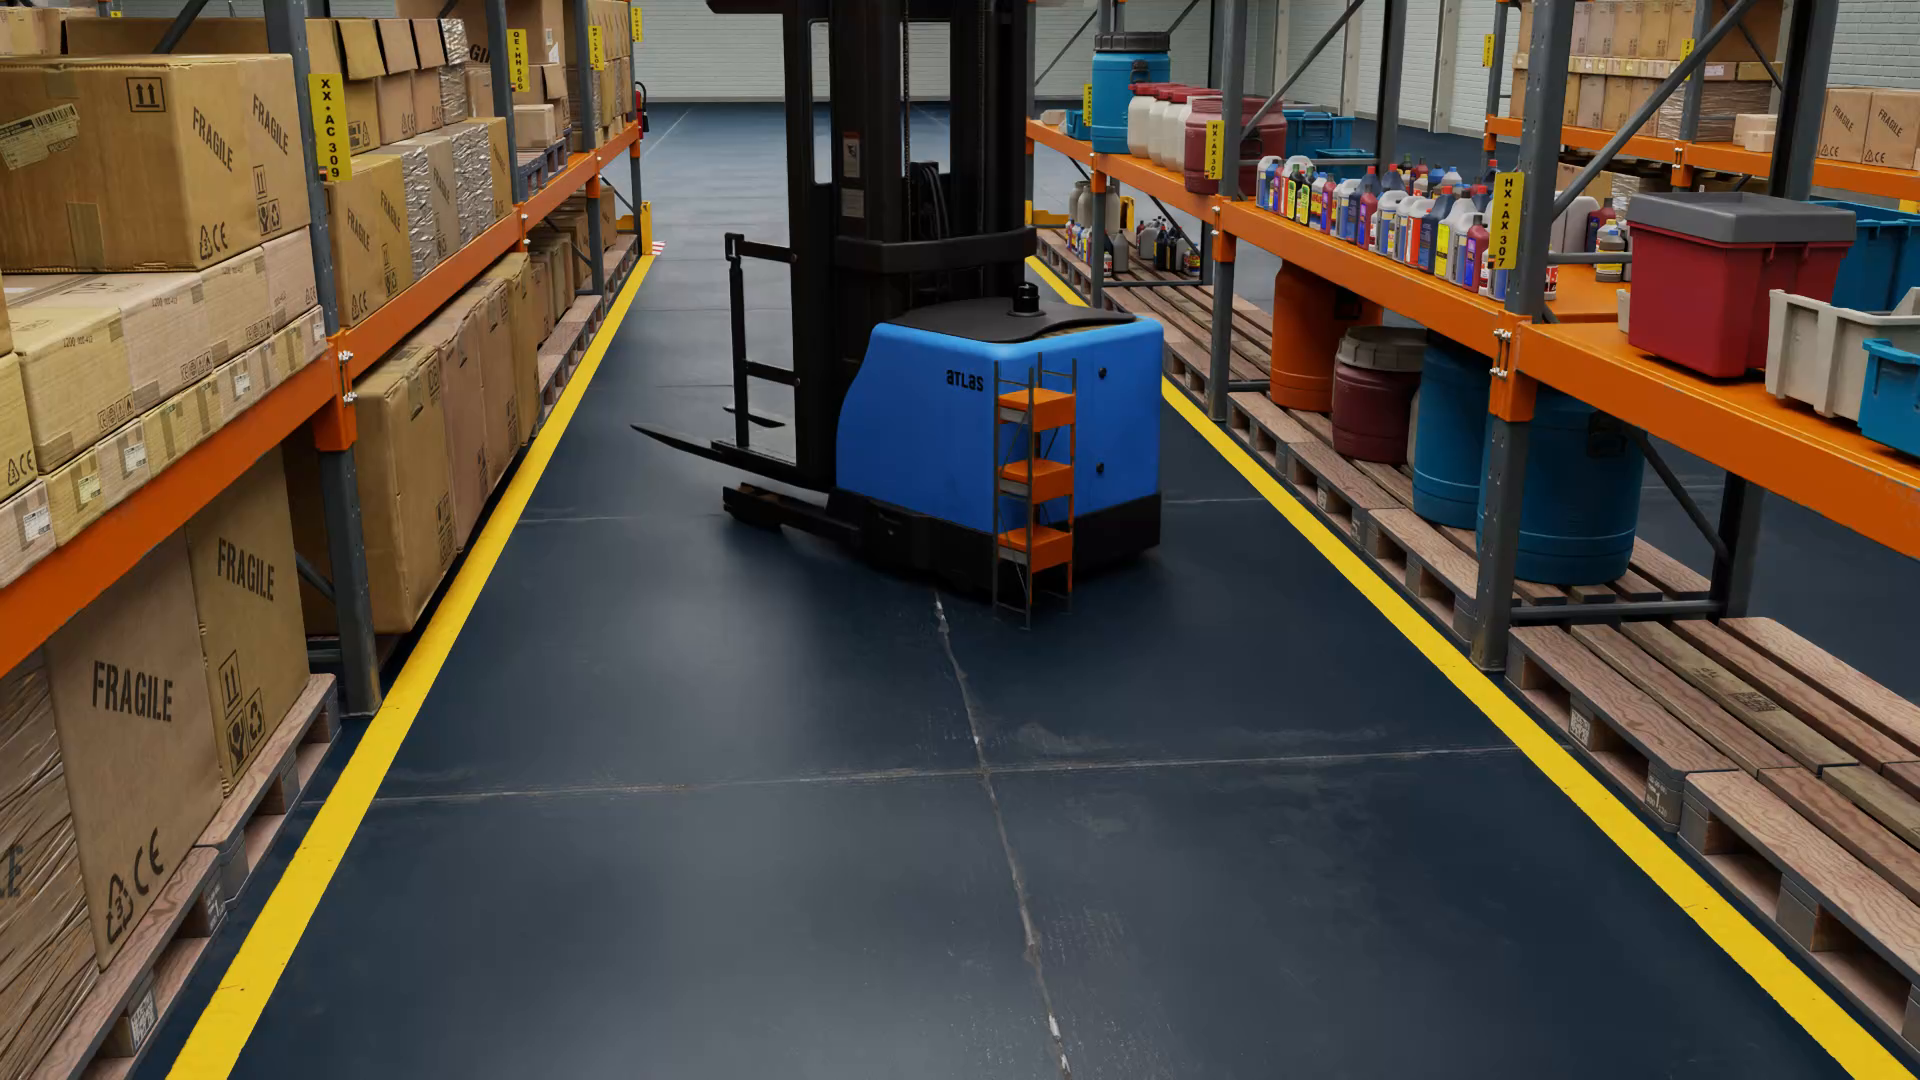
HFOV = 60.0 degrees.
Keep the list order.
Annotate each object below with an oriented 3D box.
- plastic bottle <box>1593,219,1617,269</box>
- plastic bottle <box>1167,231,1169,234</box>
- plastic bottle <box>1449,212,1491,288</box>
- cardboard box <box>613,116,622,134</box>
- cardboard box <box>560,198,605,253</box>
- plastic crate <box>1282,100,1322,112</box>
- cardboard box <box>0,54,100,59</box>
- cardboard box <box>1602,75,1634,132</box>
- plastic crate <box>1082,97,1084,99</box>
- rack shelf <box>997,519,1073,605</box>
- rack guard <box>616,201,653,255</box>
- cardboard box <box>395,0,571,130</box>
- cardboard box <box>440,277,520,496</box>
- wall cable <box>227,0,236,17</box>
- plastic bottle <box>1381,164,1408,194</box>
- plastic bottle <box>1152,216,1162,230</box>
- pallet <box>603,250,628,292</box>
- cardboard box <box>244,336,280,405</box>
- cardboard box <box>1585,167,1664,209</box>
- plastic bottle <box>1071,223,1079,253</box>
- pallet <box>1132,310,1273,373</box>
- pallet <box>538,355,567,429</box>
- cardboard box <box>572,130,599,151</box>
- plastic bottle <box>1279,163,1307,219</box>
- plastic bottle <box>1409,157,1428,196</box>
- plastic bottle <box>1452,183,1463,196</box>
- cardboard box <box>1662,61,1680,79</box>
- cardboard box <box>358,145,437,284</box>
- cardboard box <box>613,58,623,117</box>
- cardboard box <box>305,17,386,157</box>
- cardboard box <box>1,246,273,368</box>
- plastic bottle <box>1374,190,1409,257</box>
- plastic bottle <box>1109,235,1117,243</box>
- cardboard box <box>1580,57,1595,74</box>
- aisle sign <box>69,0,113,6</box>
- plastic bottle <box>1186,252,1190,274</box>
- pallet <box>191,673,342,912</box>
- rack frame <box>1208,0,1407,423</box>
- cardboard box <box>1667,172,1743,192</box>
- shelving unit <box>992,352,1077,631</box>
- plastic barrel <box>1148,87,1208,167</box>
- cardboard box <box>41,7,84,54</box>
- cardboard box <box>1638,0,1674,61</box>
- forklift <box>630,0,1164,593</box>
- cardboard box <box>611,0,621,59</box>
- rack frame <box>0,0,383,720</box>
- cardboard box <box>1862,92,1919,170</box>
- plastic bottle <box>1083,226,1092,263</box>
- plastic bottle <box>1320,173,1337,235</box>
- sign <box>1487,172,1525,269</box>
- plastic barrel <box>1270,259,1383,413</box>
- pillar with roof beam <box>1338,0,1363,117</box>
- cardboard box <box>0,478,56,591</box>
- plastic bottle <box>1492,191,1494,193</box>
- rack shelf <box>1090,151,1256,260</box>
[{"bbox_3d":[2.697,-1.230,6.919,0.097,0.201,0.097,0,17,0],"label":"plastic bottle"},{"bbox_3d":[1.841,-2.616,14.824,0.097,0.271,0.097,0,17,0],"label":"plastic bottle"},{"bbox_3d":[2.009,-1.130,6.475,0.152,0.276,0.135,-2,18,-6],"label":"plastic bottle"},{"bbox_3d":[-3.262,-3.753,15.042,0.380,0.149,0.250,-2,18,-6],"label":"cardboard box"},{"bbox_3d":[-3.566,-2.852,15.225,0.500,0.500,0.500,0,17,0],"label":"cardboard box"},{"bbox_3d":[2.134,-2.686,11.117,0.402,0.464,0.583,-2,18,-6],"label":"plastic crate"},{"bbox_3d":[-2.723,-1.097,4.666,0.500,0.500,0.500,-2,18,-6],"label":"cardboard box"},{"bbox_3d":[6.350,-3.994,15.225,0.700,0.500,0.500,-2,17,-5],"label":"cardboard box"},{"bbox_3d":[1.520,-4.337,16.732,0.499,0.251,0.616,-2,18,-6],"label":"plastic crate"},{"bbox_3d":[0.290,0.086,6.614,0.240,0.259,0.215,-16,24,-42],"label":"rack shelf"},{"bbox_3d":[-3.748,-3.180,16.970,1.175,0.500,0.348,-2,18,-6],"label":"rack guard"},{"bbox_3d":[-3.400,-3.449,11.951,1.000,1.000,1.000,-2,18,-5],"label":"cardboard box"},{"bbox_3d":[-2.796,-0.726,7.828,1.225,0.875,0.875,-2,18,-5],"label":"cardboard box"},{"bbox_3d":[-21.457,-14.936,45.414,3.097,2.526,0.112,-2,18,-6],"label":"wall cable"},{"bbox_3d":[2.012,-1.586,7.803,0.144,0.351,0.185,-2,18,-6],"label":"plastic bottle"},{"bbox_3d":[1.831,-2.794,15.256,0.144,0.351,0.185,-1,17,-3],"label":"plastic bottle"},{"bbox_3d":[-3.576,-2.436,15.084,1.003,0.211,1.213,-2,18,-6],"label":"pallet"},{"bbox_3d":[-2.108,-0.466,4.572,0.380,0.149,0.250,-2,18,-7],"label":"cardboard box"},{"bbox_3d":[6.150,-3.184,15.448,0.500,0.500,0.500,-2,18,-6],"label":"cardboard box"},{"bbox_3d":[1.083,-2.804,15.422,0.097,0.271,0.097,0,17,0],"label":"plastic bottle"},{"bbox_3d":[1.832,-1.429,11.875,1.003,0.211,1.213,-2,18,-6],"label":"pallet"},{"bbox_3d":[-3.010,-0.914,10.235,1.003,0.211,1.213,-2,18,-6],"label":"pallet"},{"bbox_3d":[-3.066,-3.157,13.143,0.380,0.149,0.250,-2,18,-6],"label":"cardboard box"},{"bbox_3d":[1.767,-1.828,8.700,0.152,0.276,0.135,-2,18,-6],"label":"plastic bottle"},{"bbox_3d":[2.486,-1.933,9.020,0.061,0.283,0.133,-2,18,-6],"label":"plastic bottle"},{"bbox_3d":[2.530,-1.714,8.459,0.097,0.201,0.097,0,17,0],"label":"plastic bottle"},{"bbox_3d":[6.246,-4.013,14.203,0.380,0.149,0.250,-2,18,-7],"label":"cardboard box"},{"bbox_3d":[-2.421,-1.311,6.678,0.500,0.500,0.500,-2,18,-7],"label":"cardboard box"},{"bbox_3d":[-3.547,-4.124,15.142,0.875,0.500,0.500,-2,18,-6],"label":"cardboard box"},{"bbox_3d":[-2.651,-1.741,6.372,0.797,0.503,0.637,-2,17,-5],"label":"cardboard box"},{"bbox_3d":[-2.156,-0.612,4.374,0.500,0.250,0.500,-1,17,-4],"label":"cardboard box"},{"bbox_3d":[1.919,-1.389,7.301,0.152,0.276,0.135,-2,18,-6],"label":"plastic bottle"},{"bbox_3d":[1.355,-2.519,14.505,0.152,0.276,0.135,-2,18,-6],"label":"plastic bottle"},{"bbox_3d":[6.082,-4.475,15.675,0.380,0.149,0.250,-2,18,-5],"label":"cardboard box"},{"bbox_3d":[-8.408,-5.542,15.983,0.394,0.787,0.004,-2,18,-6],"label":"aisle sign"},{"bbox_3d":[1.976,-2.370,14.154,0.097,0.201,0.097,0,17,0],"label":"plastic bottle"},{"bbox_3d":[-2.517,0.740,4.968,1.003,0.211,1.213,-2,18,-6],"label":"pallet"},{"bbox_3d":[1.996,-2.164,9.563,1.000,3.000,0.127,-2,18,-6],"label":"rack frame"},{"bbox_3d":[6.715,-3.051,15.024,0.500,0.500,0.500,-2,18,-6],"label":"cardboard box"},{"bbox_3d":[0.290,-0.190,6.528,0.252,1.050,0.215,-16,24,-42],"label":"shelving unit"},{"bbox_3d":[1.540,-2.911,11.713,0.433,0.535,0.433,0,17,0],"label":"plastic barrel"},{"bbox_3d":[-8.551,-4.586,15.223,0.875,0.550,0.550,-2,18,-6],"label":"cardboard box"},{"bbox_3d":[6.405,-4.457,14.534,0.700,0.500,0.500,-2,18,-6],"label":"cardboard box"},{"bbox_3d":[-0.488,-1.543,7.698,1.130,2.935,3.031,-16,23,-41],"label":"forklift"},{"bbox_3d":[-3.347,-4.607,15.012,0.500,0.500,0.500,-2,18,-6],"label":"cardboard box"},{"bbox_3d":[-2.518,-0.820,5.280,1.000,3.000,0.127,-2,18,-6],"label":"rack frame"},{"bbox_3d":[6.734,-2.863,11.623,0.500,0.500,0.500,-3,18,-9],"label":"cardboard box"},{"bbox_3d":[1.177,-2.639,14.762,0.144,0.351,0.185,-2,18,-6],"label":"plastic bottle"},{"bbox_3d":[1.793,-1.624,8.037,0.061,0.283,0.133,-2,18,-6],"label":"plastic bottle"},{"bbox_3d":[1.861,-1.088,5.673,0.100,0.325,0.005,-2,18,-6],"label":"sign"},{"bbox_3d":[2.064,-1.184,9.363,0.600,0.830,0.708,-2,18,-6],"label":"plastic barrel"},{"bbox_3d":[5.200,-14.552,39.005,9.100,9.000,0.400,-2,18,-6],"label":"pillar with roof beam"},{"bbox_3d":[-1.949,-0.007,3.111,0.380,0.149,0.250,-2,18,-6],"label":"cardboard box"},{"bbox_3d":[2.552,-1.564,7.846,0.061,0.283,0.133,-2,18,-6],"label":"plastic bottle"},{"bbox_3d":[1.790,-2.417,11.569,1.077,0.370,4.000,-2,18,-6],"label":"rack shelf"}]
